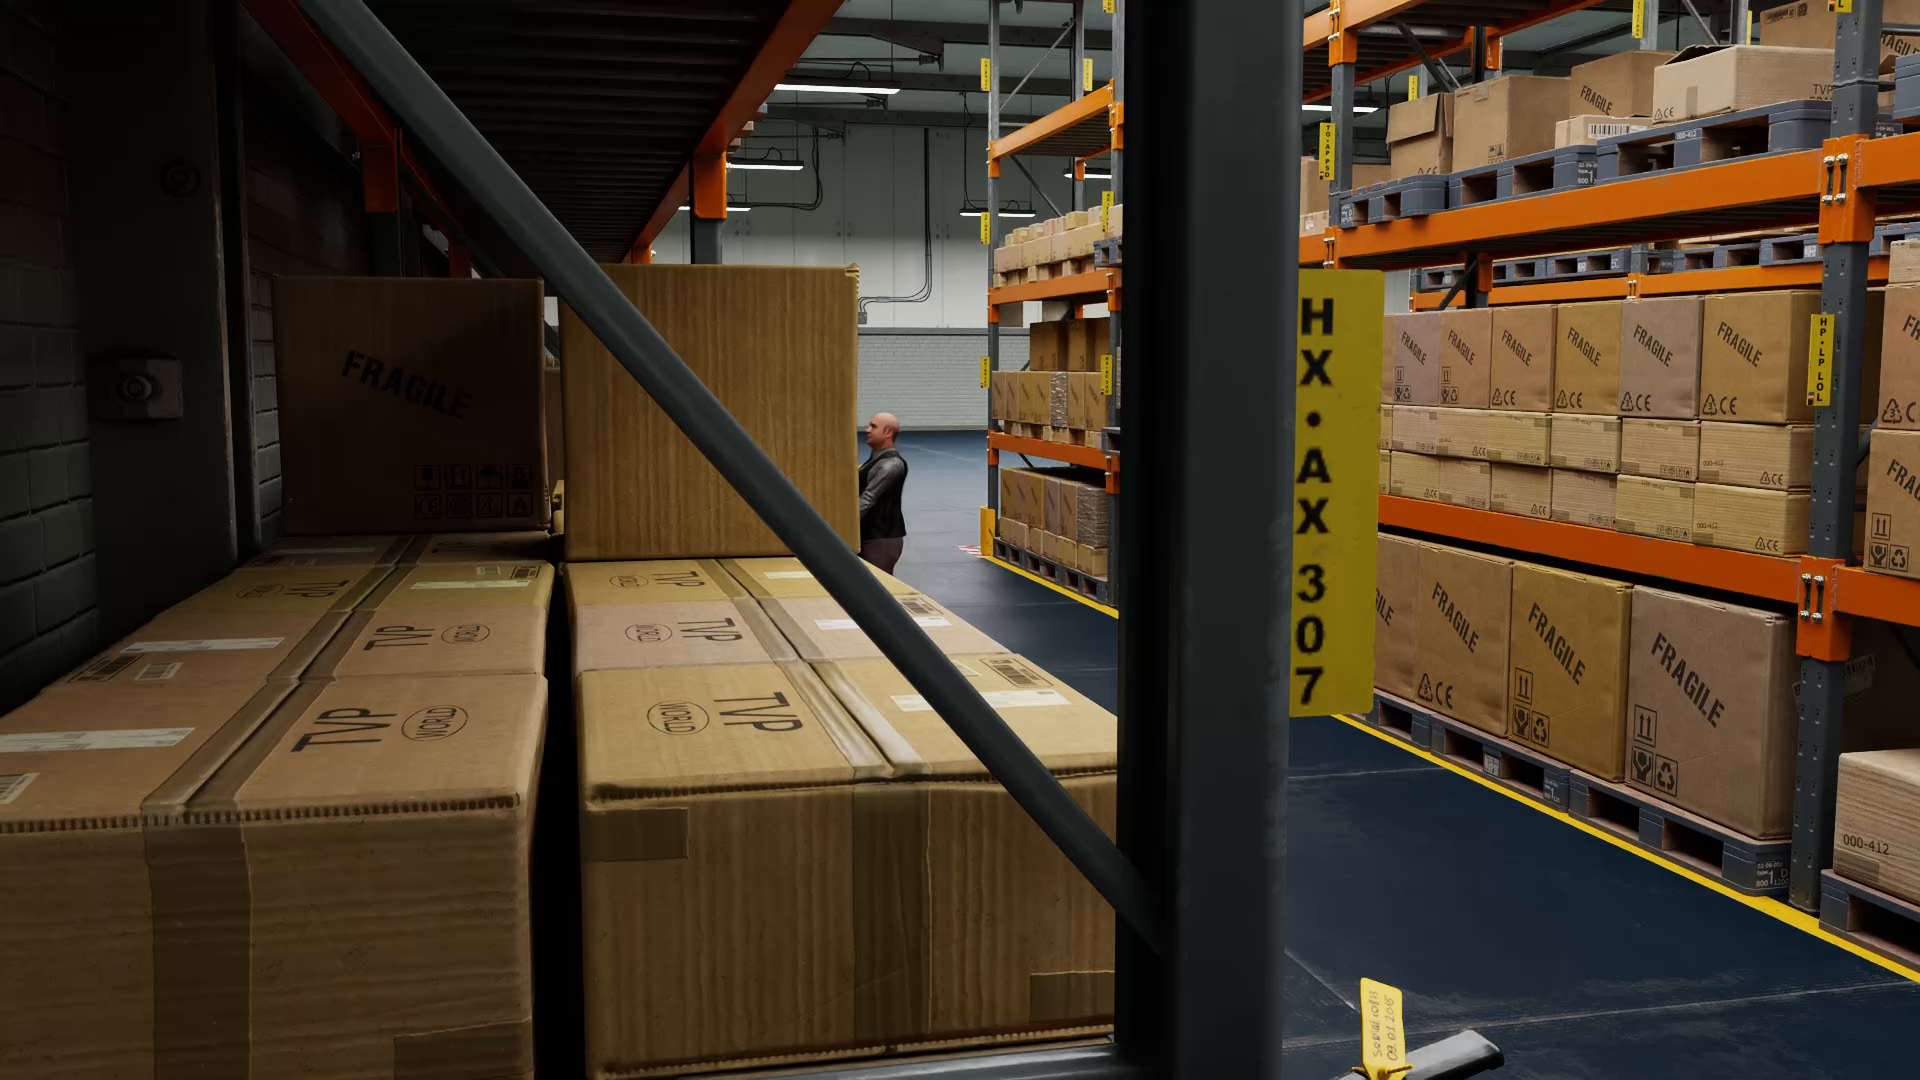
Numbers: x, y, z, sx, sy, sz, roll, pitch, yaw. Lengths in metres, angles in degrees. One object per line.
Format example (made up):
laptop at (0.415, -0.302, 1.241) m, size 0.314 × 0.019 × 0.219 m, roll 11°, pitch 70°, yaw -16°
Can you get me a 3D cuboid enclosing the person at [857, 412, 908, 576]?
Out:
person at (-0.628, 0.065, 10.866) m, size 0.548 × 1.633 × 0.494 m, roll -1°, pitch 6°, yaw -13°
